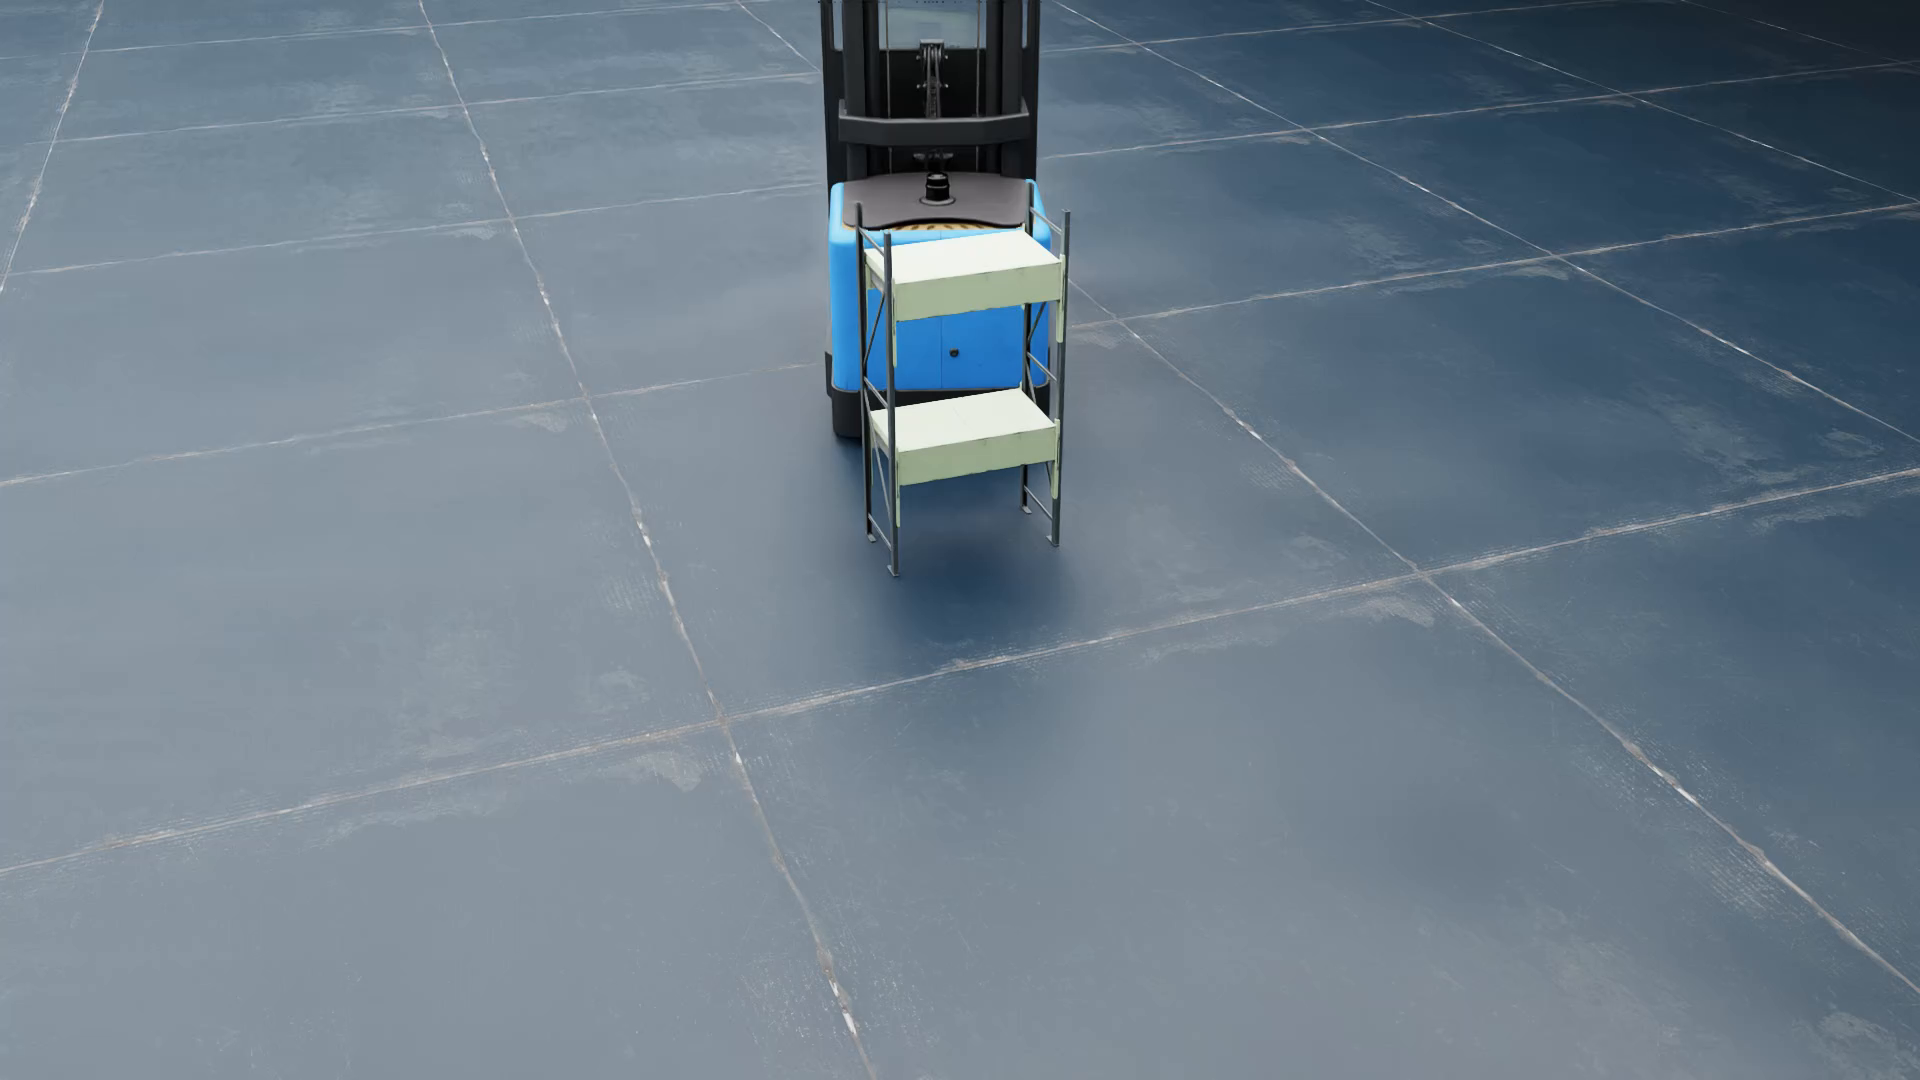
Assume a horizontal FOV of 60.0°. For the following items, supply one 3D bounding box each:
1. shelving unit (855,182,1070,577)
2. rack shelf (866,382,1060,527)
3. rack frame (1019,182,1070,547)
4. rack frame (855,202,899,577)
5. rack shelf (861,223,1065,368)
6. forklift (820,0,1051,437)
[{"bbox_3d":[0.006,-0.653,6.881,0.755,1.500,0.431,-10,31,-18],"label":"shelving unit"},{"bbox_3d":[0.006,-0.370,7.042,0.720,0.370,0.431,-10,31,-18],"label":"rack shelf"},{"bbox_3d":[0.349,-0.716,6.992,0.023,1.500,0.400,-10,31,-18],"label":"rack frame"},{"bbox_3d":[-0.337,-0.590,6.770,0.023,1.500,0.400,-10,31,-18],"label":"rack frame"},{"bbox_3d":[0.006,-0.992,6.688,0.720,0.370,0.431,-10,31,-18],"label":"rack shelf"},{"bbox_3d":[-0.161,-2.462,8.610,1.130,2.935,3.031,-1,30,-2],"label":"forklift"}]
